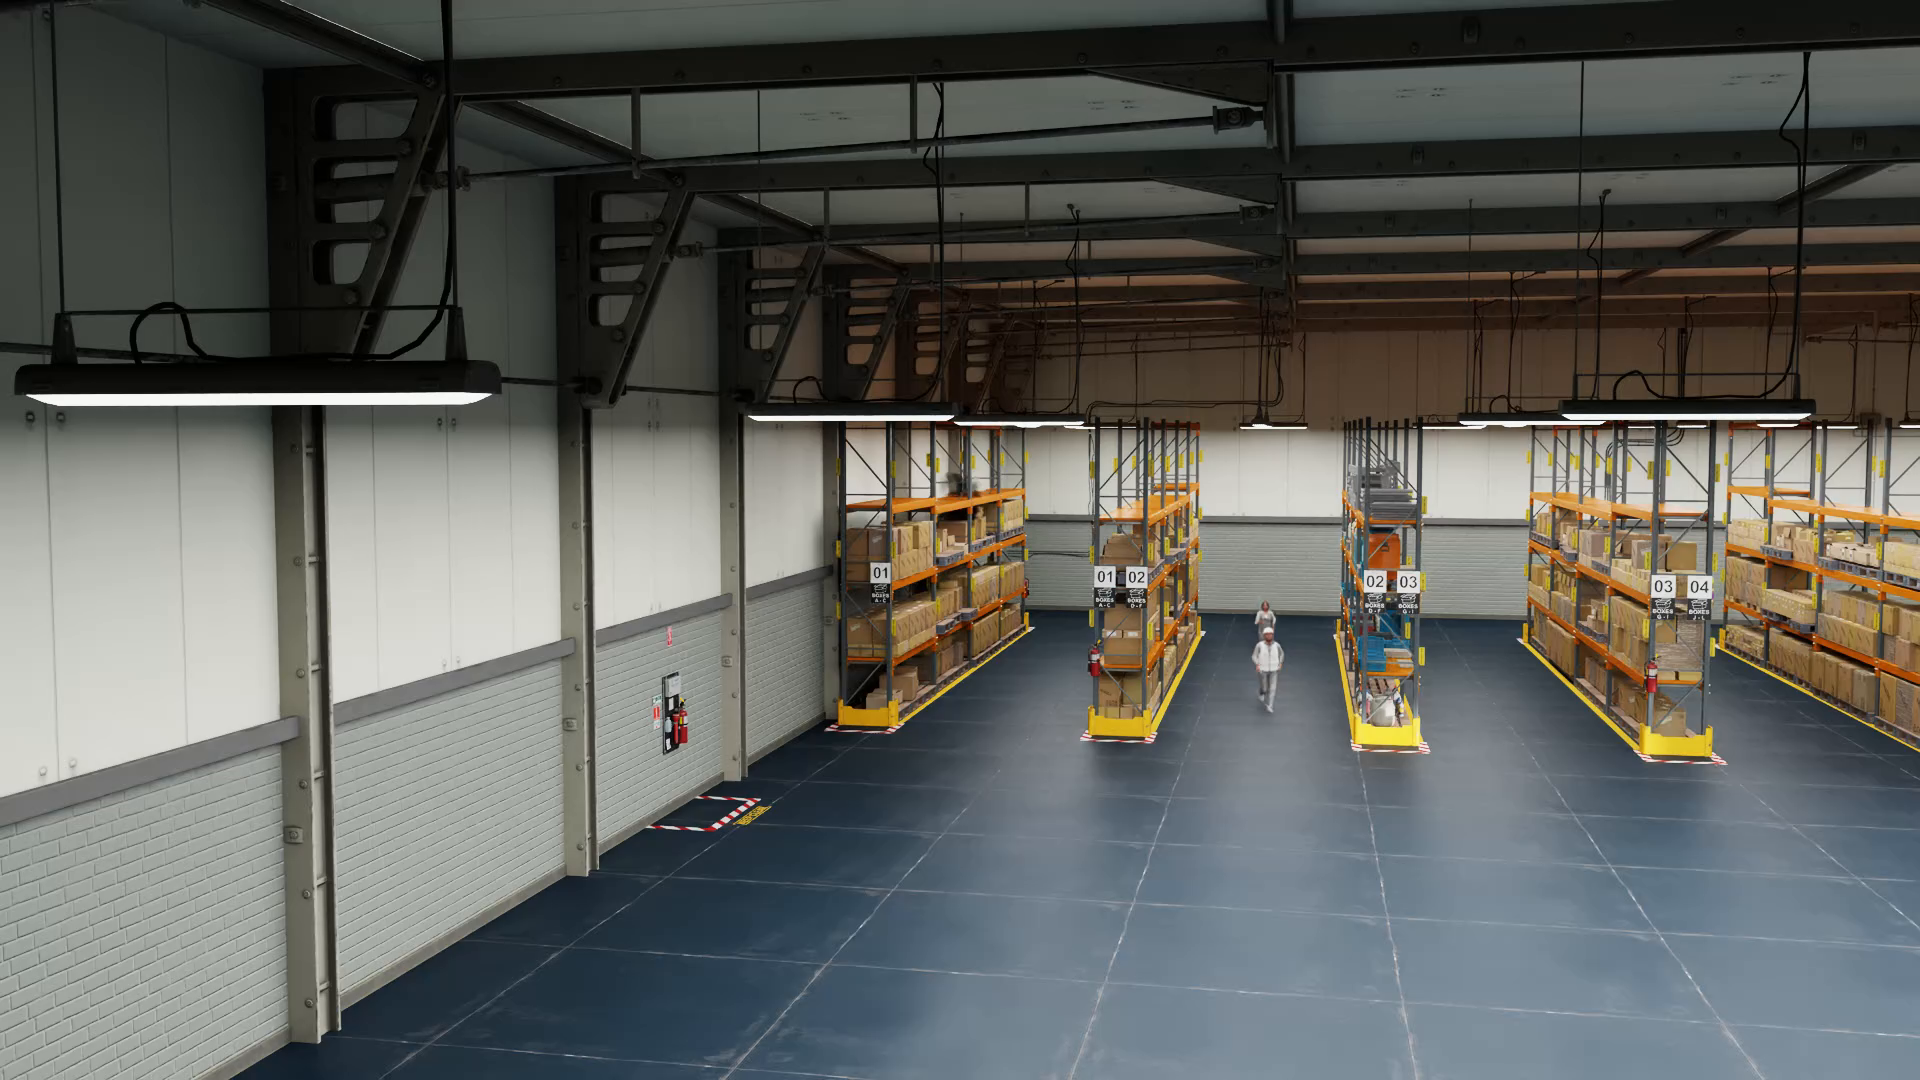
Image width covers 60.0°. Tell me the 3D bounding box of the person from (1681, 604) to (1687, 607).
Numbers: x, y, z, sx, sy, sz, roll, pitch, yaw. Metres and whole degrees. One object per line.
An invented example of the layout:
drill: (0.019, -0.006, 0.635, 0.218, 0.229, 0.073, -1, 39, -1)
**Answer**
person: (19.410, 1.964, 45.134, 0.702, 1.686, 0.771, 0, 4, -5)

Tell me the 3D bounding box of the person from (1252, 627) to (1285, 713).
person: (6.337, 2.658, 34.109, 0.676, 1.731, 0.701, 0, 4, 2)

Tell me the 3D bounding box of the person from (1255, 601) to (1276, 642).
person: (7.422, 2.297, 40.410, 0.516, 1.636, 0.685, 0, 4, 6)
